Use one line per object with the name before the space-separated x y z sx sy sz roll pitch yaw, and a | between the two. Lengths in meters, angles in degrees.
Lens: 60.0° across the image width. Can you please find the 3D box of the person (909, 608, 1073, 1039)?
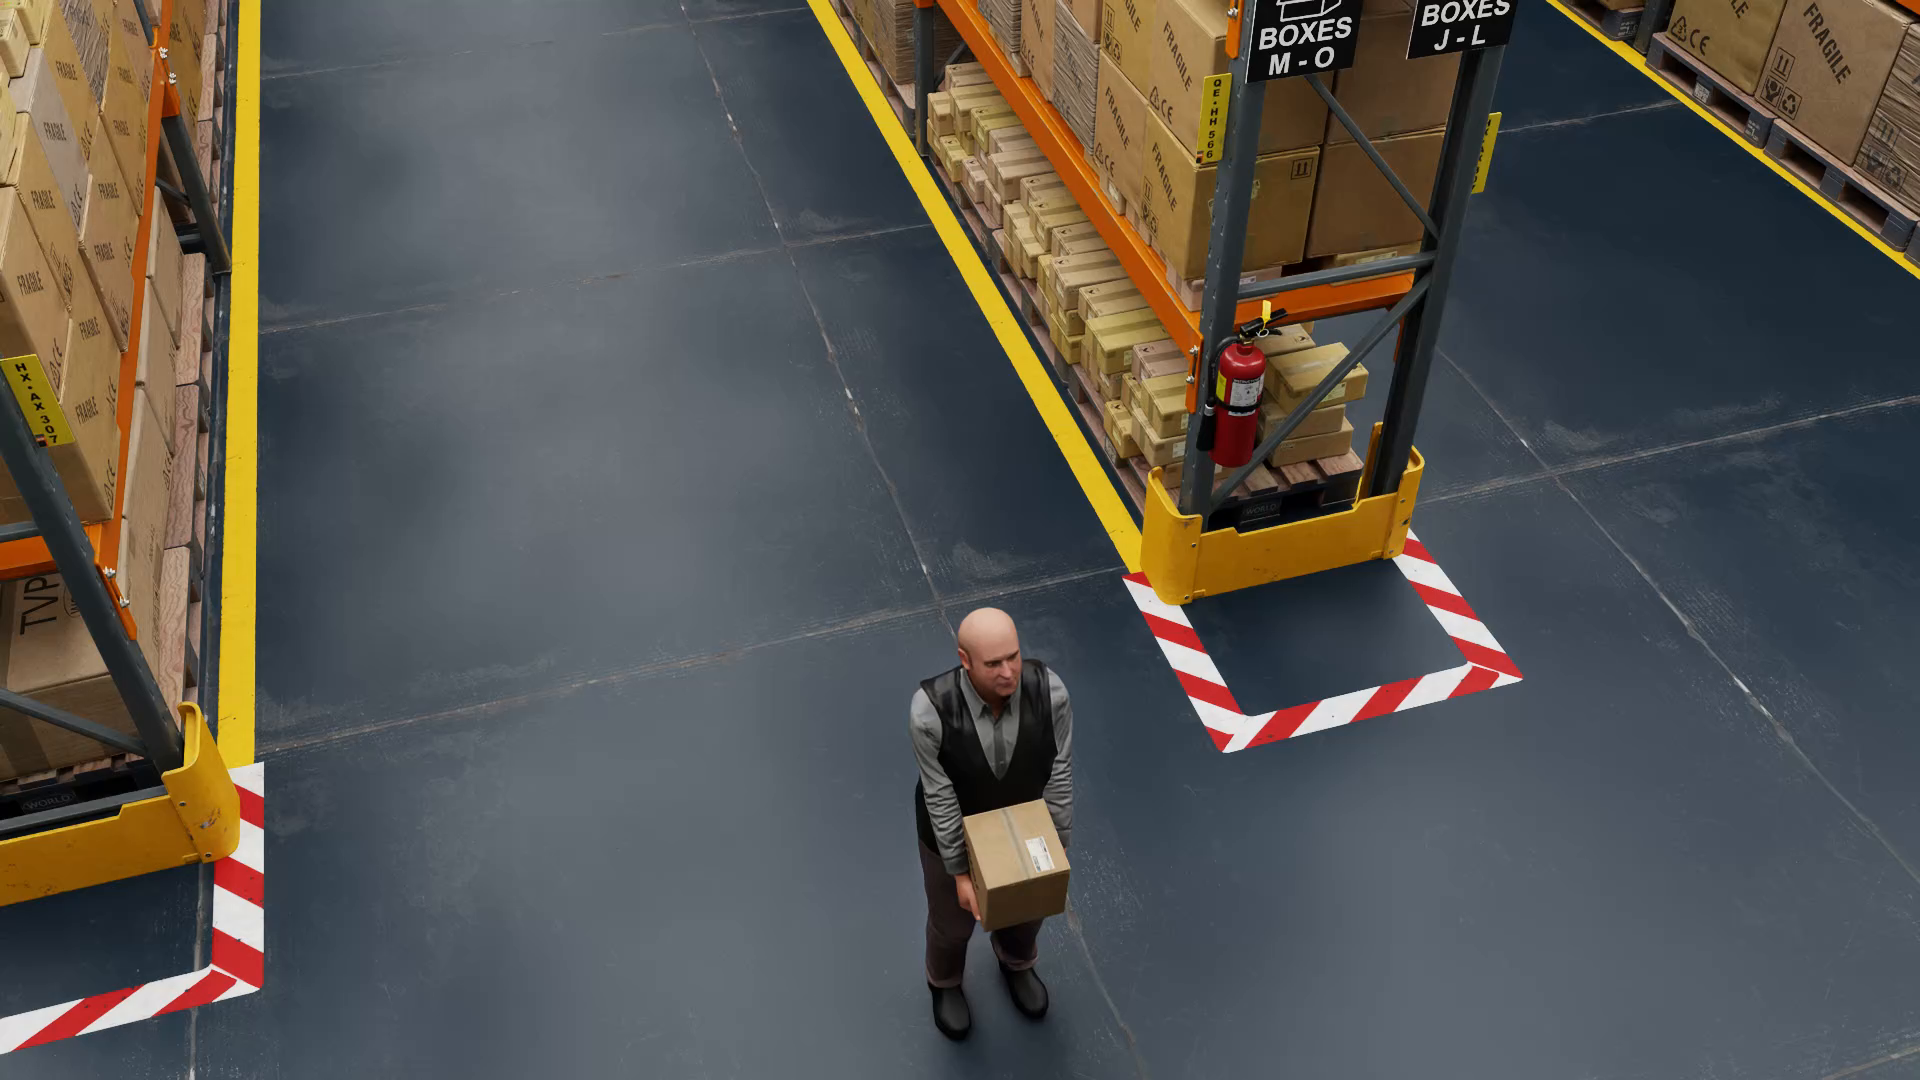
person | 0.123 0.953 5.125 0.494 1.711 0.551 -11 43 -12
